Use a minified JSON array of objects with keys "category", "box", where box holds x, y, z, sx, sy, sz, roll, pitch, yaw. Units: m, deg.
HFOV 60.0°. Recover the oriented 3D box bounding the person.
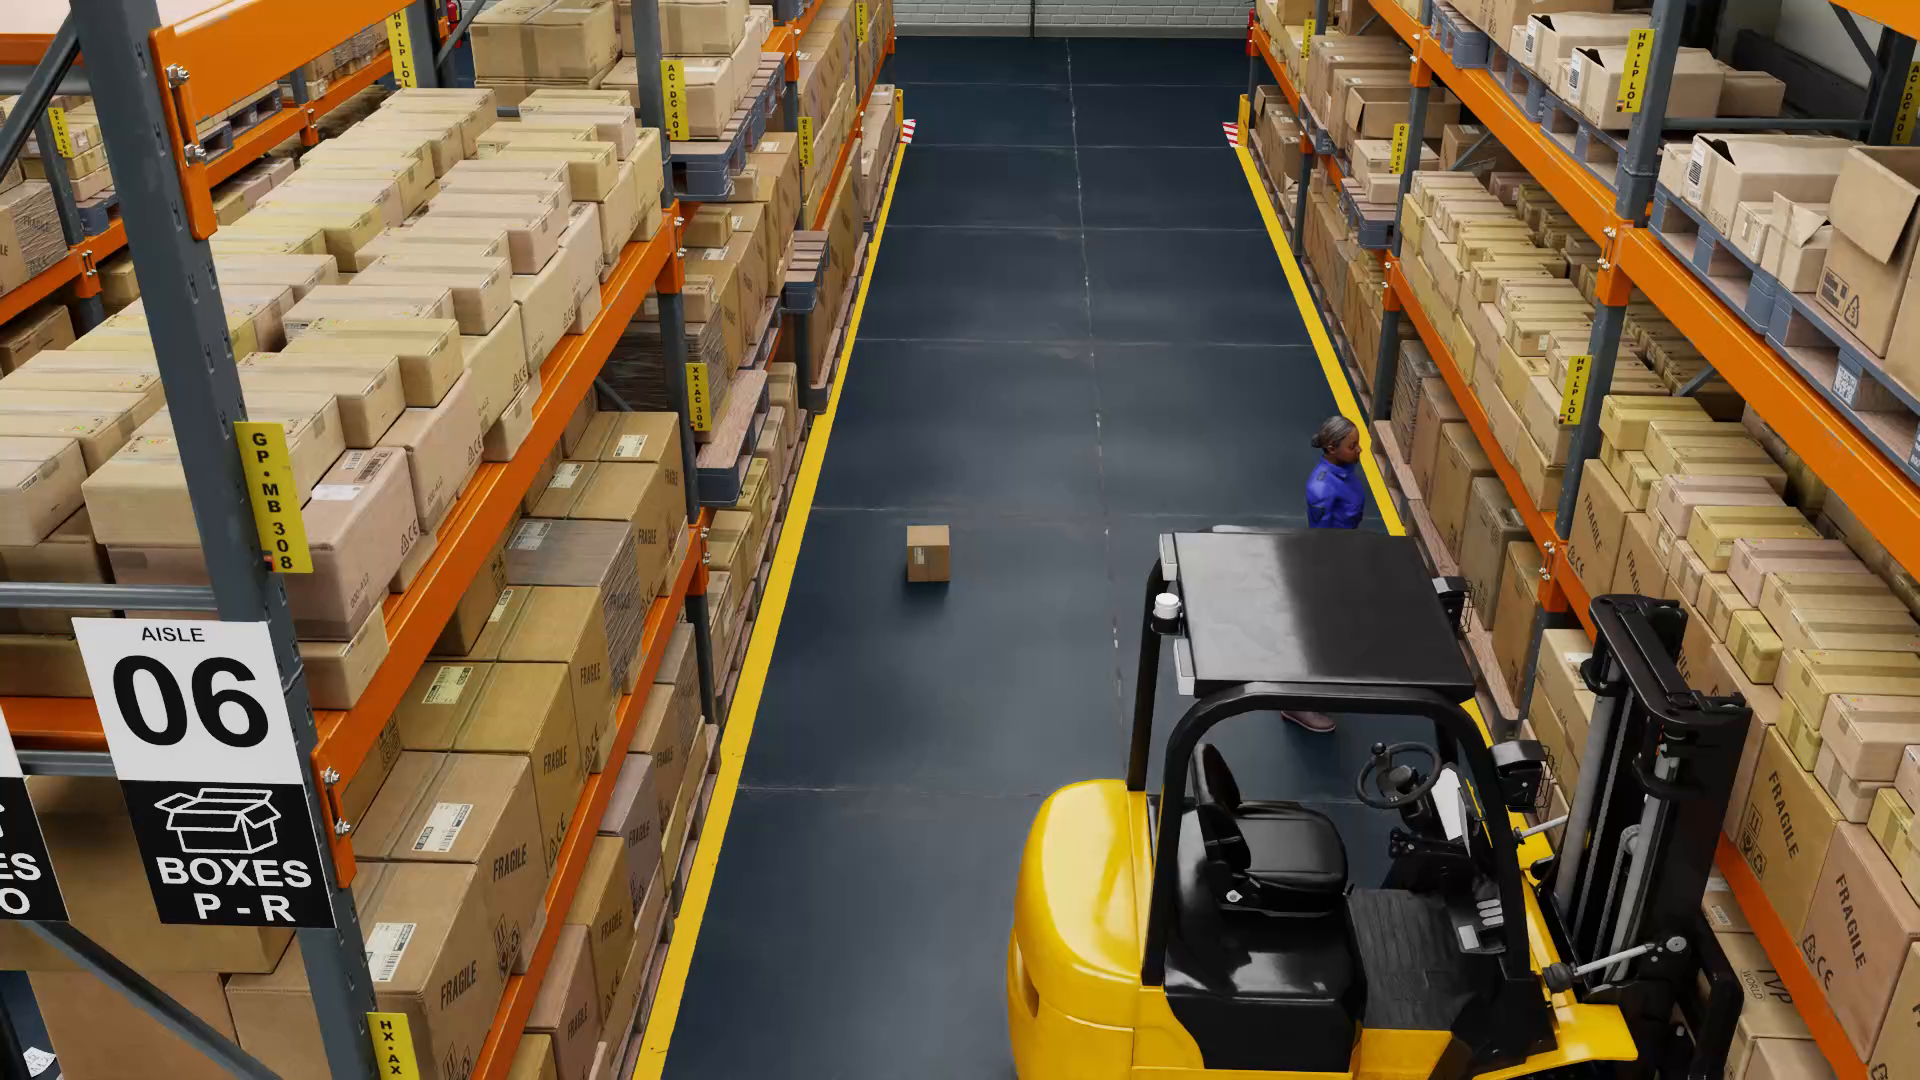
[{"category":"person","box":[1.841,0.150,8.342,0.319,1.662,0.445,11,30,19]}]
